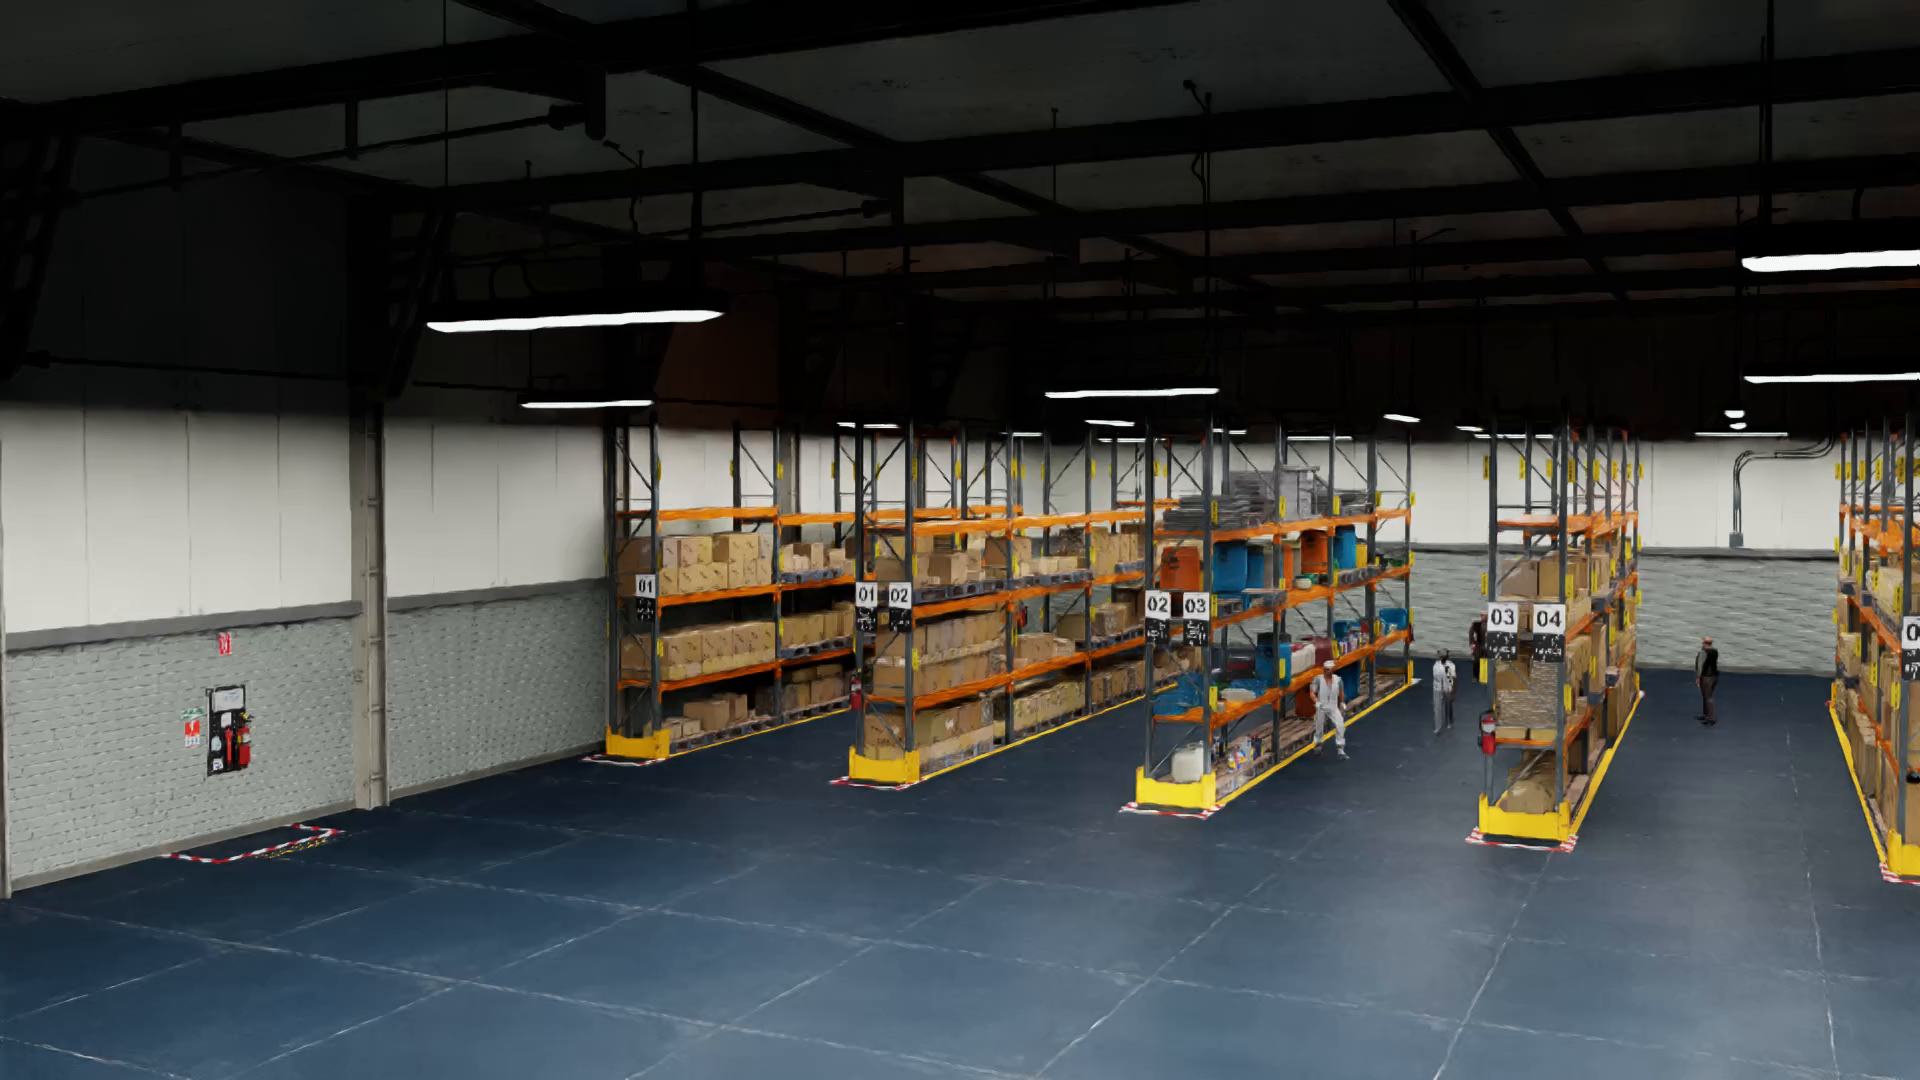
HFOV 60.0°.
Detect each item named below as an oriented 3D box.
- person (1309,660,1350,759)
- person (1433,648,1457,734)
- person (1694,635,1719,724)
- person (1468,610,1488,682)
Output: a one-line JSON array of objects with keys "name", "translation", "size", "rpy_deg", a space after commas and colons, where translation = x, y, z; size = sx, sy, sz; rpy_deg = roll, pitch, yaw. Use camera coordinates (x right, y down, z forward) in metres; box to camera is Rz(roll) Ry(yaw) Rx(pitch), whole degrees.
[{"name": "person", "translation": [6.376, 2.917, 28.819], "size": [0.668, 1.722, 0.793], "rpy_deg": [0, 2, 5]}, {"name": "person", "translation": [9.226, 2.850, 31.649], "size": [0.463, 1.625, 0.998], "rpy_deg": [1, 3, 24]}, {"name": "person", "translation": [14.761, 2.743, 32.913], "size": [0.626, 1.718, 0.570], "rpy_deg": [-2, 3, -37]}, {"name": "person", "translation": [12.310, 2.498, 39.046], "size": [0.729, 1.731, 0.546], "rpy_deg": [1, 3, 24]}]
